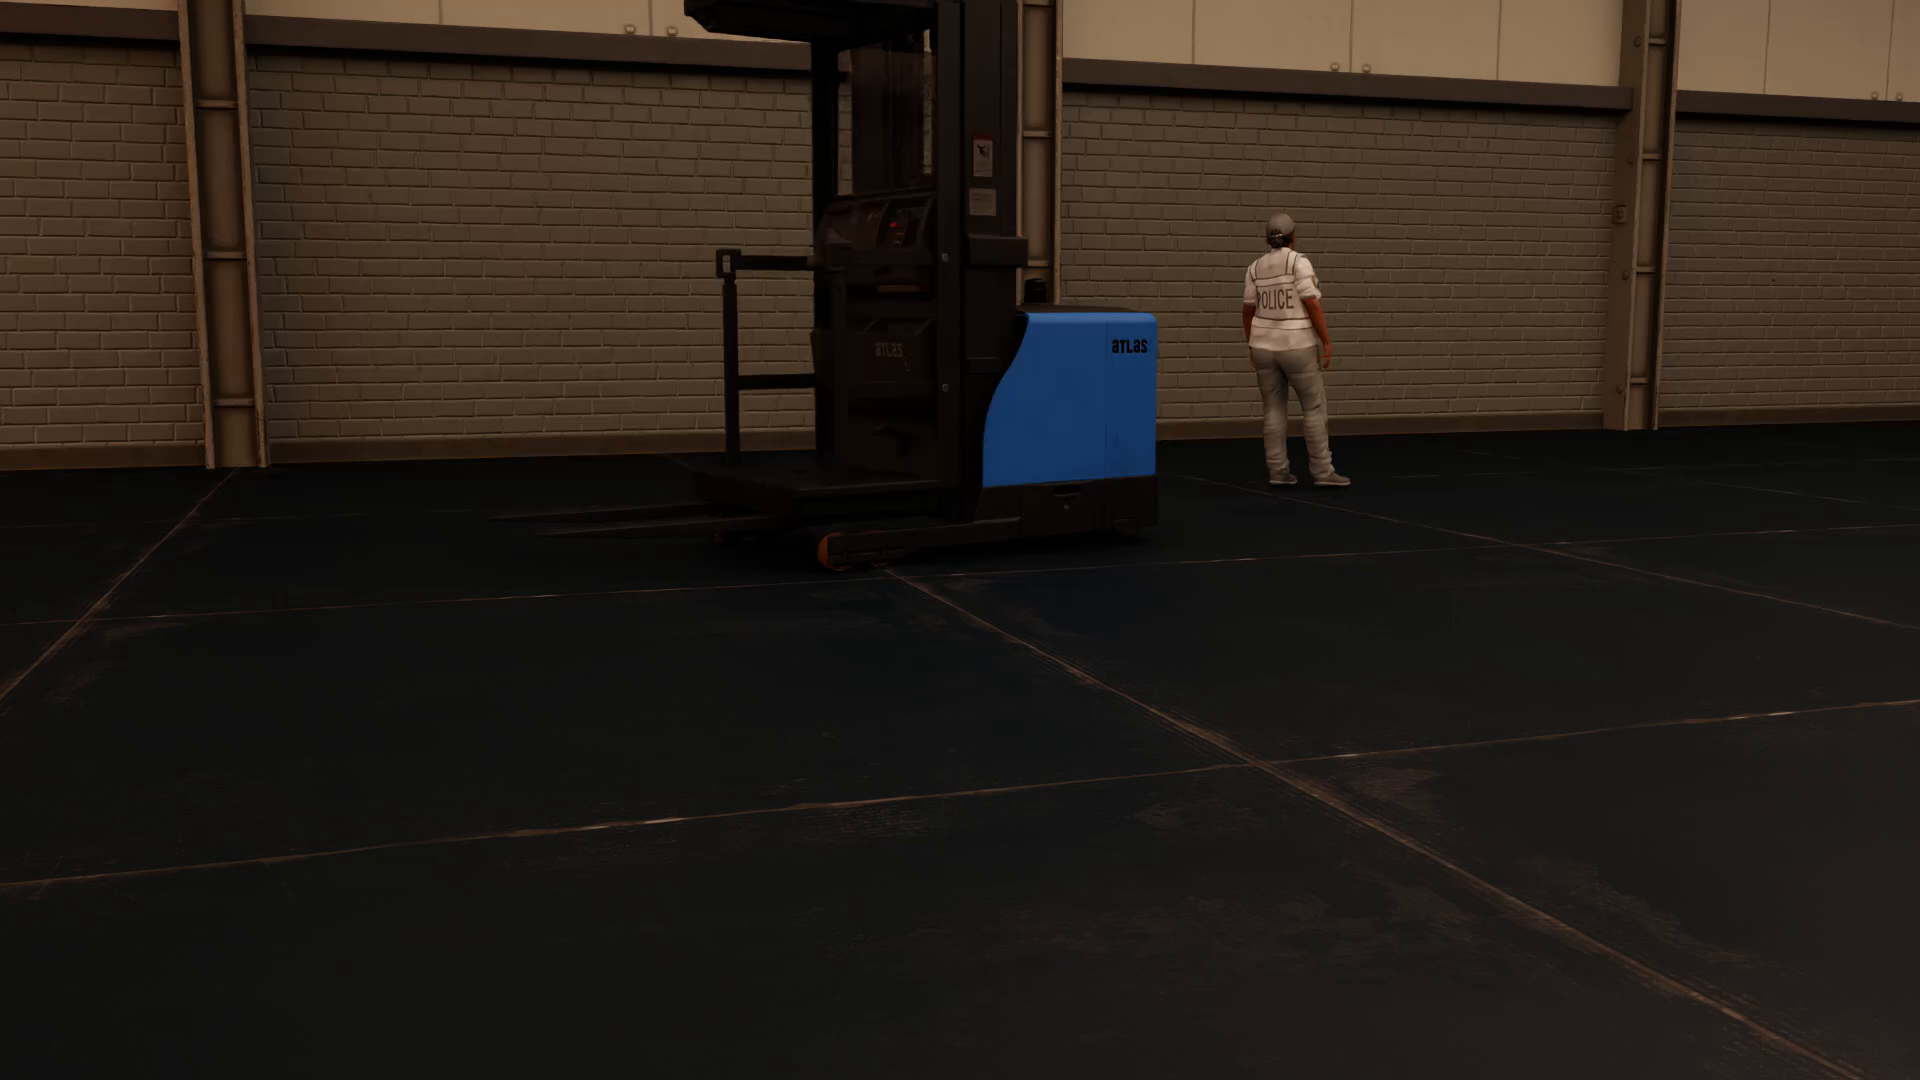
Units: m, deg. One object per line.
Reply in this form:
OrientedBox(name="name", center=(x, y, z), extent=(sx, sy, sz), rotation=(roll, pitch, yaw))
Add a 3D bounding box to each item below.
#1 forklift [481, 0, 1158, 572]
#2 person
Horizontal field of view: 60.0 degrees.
OrientedBox(name="forklift", center=(-0.561, -1.400, 7.340), extent=(3.031, 2.935, 1.130), rotation=(-5, 9, -34))
OrientedBox(name="person", center=(2.068, -1.166, 10.264), extent=(0.597, 1.669, 0.528), rotation=(7, 10, 41))
